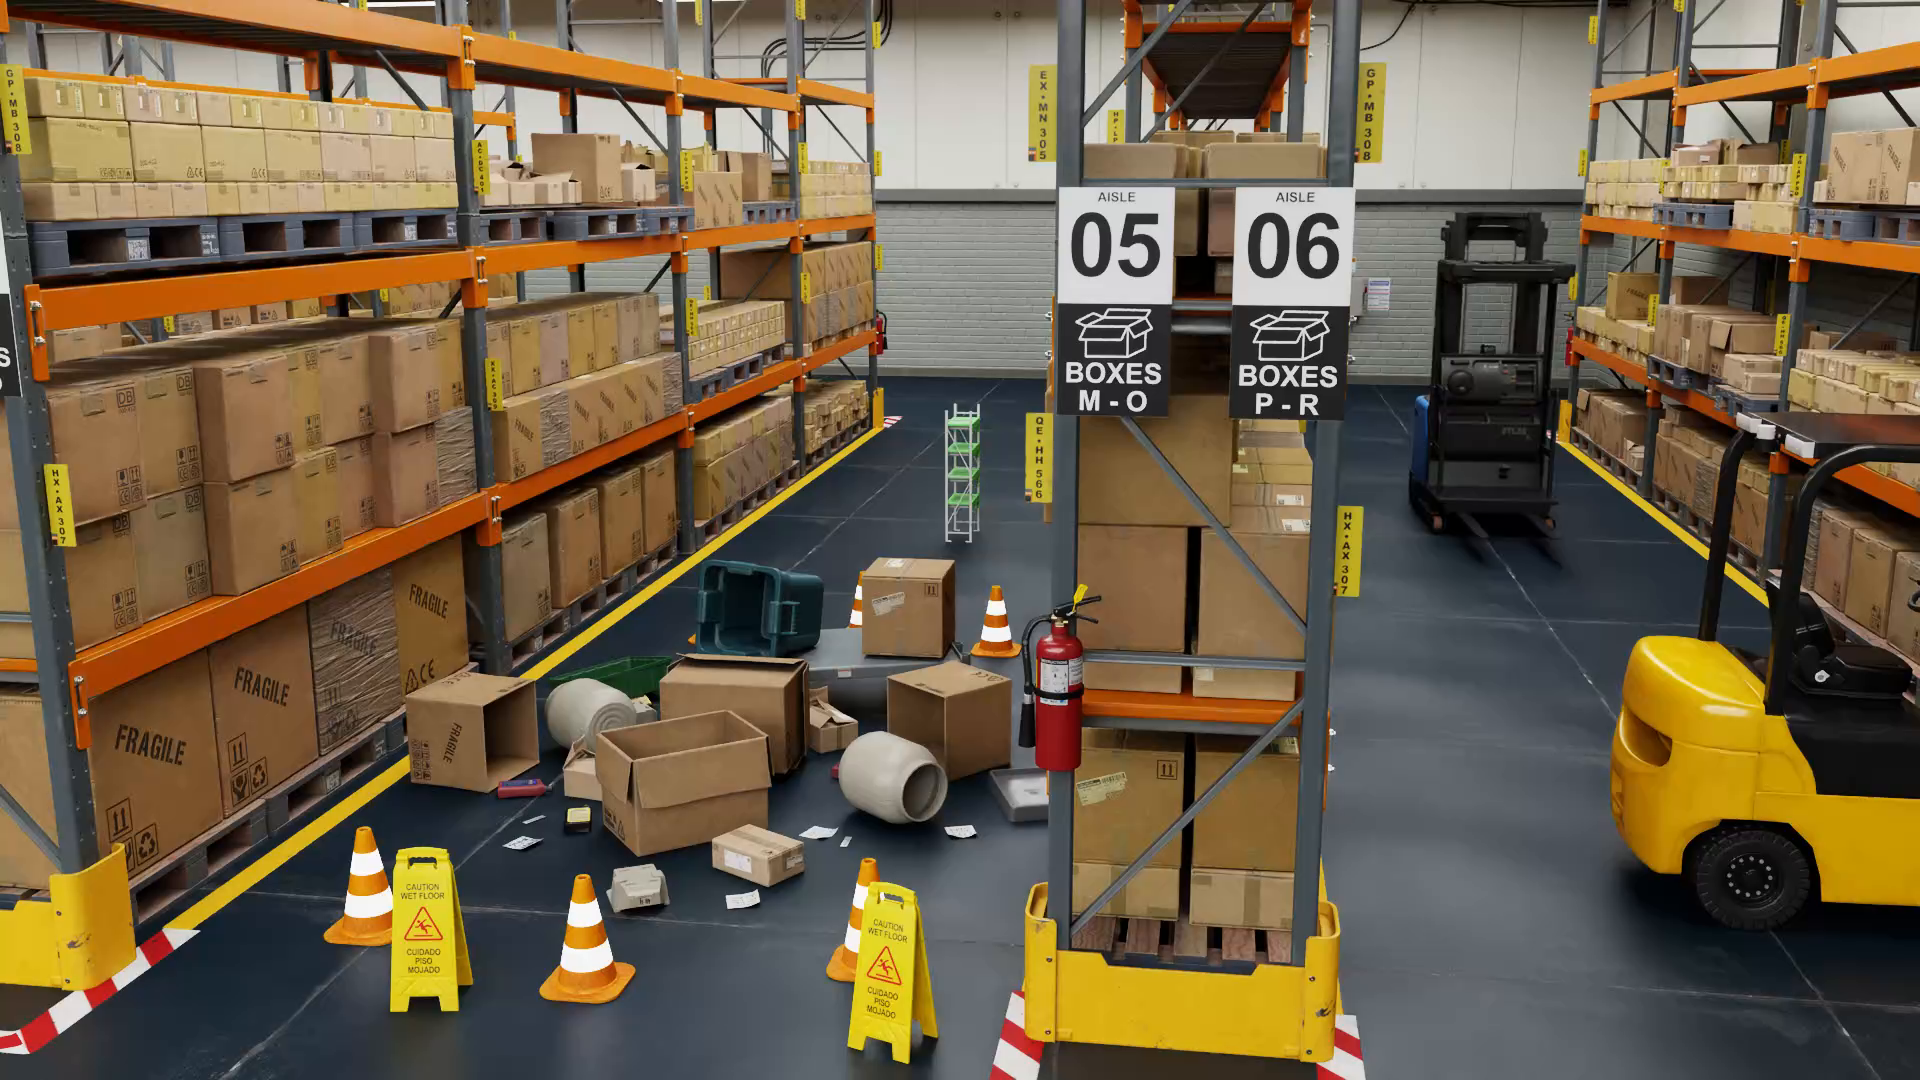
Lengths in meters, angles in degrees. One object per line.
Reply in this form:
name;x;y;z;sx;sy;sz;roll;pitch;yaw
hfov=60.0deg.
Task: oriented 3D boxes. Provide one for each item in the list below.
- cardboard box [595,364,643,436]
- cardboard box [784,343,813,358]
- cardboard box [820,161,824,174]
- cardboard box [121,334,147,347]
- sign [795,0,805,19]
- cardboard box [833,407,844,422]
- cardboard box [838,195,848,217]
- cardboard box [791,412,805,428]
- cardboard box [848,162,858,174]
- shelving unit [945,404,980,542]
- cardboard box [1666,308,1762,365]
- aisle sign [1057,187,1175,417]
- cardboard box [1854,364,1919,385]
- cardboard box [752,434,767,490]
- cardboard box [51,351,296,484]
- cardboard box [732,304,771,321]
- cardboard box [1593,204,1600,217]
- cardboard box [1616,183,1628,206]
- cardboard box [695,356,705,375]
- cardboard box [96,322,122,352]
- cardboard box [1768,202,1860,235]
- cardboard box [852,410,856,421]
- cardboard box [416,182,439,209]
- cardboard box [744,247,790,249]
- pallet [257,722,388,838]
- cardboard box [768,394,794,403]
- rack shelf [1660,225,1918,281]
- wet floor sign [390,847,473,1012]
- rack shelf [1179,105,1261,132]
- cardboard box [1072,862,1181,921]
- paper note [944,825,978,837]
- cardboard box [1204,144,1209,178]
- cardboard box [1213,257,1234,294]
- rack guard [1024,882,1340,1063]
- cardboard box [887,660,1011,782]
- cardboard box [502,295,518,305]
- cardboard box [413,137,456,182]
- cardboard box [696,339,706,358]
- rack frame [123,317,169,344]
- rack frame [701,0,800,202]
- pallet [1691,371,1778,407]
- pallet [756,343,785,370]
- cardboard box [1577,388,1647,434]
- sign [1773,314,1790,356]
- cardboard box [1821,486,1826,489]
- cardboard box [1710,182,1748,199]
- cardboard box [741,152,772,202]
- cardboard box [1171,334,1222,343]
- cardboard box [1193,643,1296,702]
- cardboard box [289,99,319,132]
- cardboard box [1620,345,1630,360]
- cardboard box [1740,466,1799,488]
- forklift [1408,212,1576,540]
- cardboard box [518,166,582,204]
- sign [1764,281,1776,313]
cardboard box;-2.803;-1.097;12.982;0.500;0.500;0.500;2;12;8
cardboard box;-1.862;-2.116;18.547;0.380;0.149;0.250;2;12;11
cardboard box;-1.783;-4.293;19.152;0.380;0.149;0.250;1;12;7
cardboard box;-7.898;-1.700;15.779;0.500;0.500;0.500;2;12;10
sign;-1.679;-5.641;17.471;0.100;0.325;0.005;2;12;9
cardboard box;-1.630;-1.534;20.313;0.380;0.149;0.250;2;12;9
cardboard box;-1.645;-3.993;19.893;0.500;0.250;0.500;2;12;11
cardboard box;-1.971;-1.358;18.791;0.380;0.149;0.250;2;12;11
cardboard box;-1.481;-4.617;20.657;0.380;0.149;0.250;2;12;10
shelving unit;0.025;-0.621;15.283;0.258;1.200;0.503;2;12;9
cardboard box;7.208;-1.944;15.918;0.700;0.500;0.500;2;12;9
aisle sign;0.536;-0.821;5.768;0.394;0.787;0.004;2;12;9
cardboard box;6.537;-1.150;11.689;0.380;0.149;0.250;2;12;9
cardboard box;-2.256;-0.799;16.772;0.500;0.500;0.500;2;12;7
cardboard box;-3.765;-0.600;7.994;0.875;0.550;0.550;2;12;9
cardboard box;-2.180;-2.365;17.290;0.380;0.149;0.250;1;12;7
cardboard box;7.920;-4.009;20.208;0.380;0.149;0.250;2;12;10
cardboard box;7.655;-3.858;18.562;0.500;0.250;0.500;2;12;8
cardboard box;-2.534;-1.583;15.076;0.380;0.149;0.250;2;12;11
cardboard box;-7.773;-1.680;14.693;0.500;0.500;0.500;0;12;2
cardboard box;6.807;-2.567;13.275;0.500;0.250;0.500;1;12;7
cardboard box;-1.554;-1.610;21.370;0.380;0.149;0.250;2;12;8
cardboard box;-3.238;-1.985;9.581;0.380;0.149;0.250;2;12;10
cardboard box;-2.257;-3.194;19.636;0.500;0.500;0.500;2;12;10
pallet;-3.839;1.248;8.958;1.003;0.211;1.213;2;12;9
cardboard box;-2.157;-1.698;20.367;0.380;0.149;0.250;2;12;9
rack shelf;7.276;-2.590;14.735;1.077;0.370;4.000;2;12;9
wet floor sign;-2.122;1.528;6.627;0.267;0.644;0.232;0;12;-1
rack shelf;2.986;-4.853;19.067;1.077;0.370;4.000;2;12;9
cardboard box;0.695;1.403;7.148;0.500;0.250;0.500;2;12;8
paper note;0.005;1.463;8.387;0.142;0.019;0.148;-2;12;-11
cardboard box;1.112;-1.407;6.243;0.380;0.149;0.250;2;12;8
cardboard box;1.156;-1.013;6.308;0.380;0.149;0.250;1;12;7
rack guard;0.844;1.653;6.395;1.175;0.500;0.348;2;12;9
cardboard box;-0.062;1.013;9.355;0.500;0.500;0.500;-10;16;-40
cardboard box;-6.311;-3.168;22.480;0.500;0.250;0.500;2;12;8
cardboard box;-3.281;-2.207;9.668;0.500;0.250;0.500;2;12;8
cardboard box;-2.531;-1.737;15.082;0.380;0.149;0.250;2;12;11
rack frame;-7.729;-1.540;15.276;1.000;3.000;0.127;2;12;9
rack frame;-2.229;-5.124;17.664;1.000;3.000;0.127;2;12;9
pallet;7.263;-1.370;14.943;1.003;0.211;1.213;2;12;9
pallet;-2.490;-1.943;17.600;1.003;0.211;1.213;2;12;9
cardboard box;8.011;-1.585;20.413;0.797;0.503;0.637;1;12;6
sign;6.430;-1.602;13.002;0.100;0.325;0.005;2;12;9
cardboard box;7.405;-0.222;14.098;0.500;0.500;0.500;2;12;9
cardboard box;6.933;-3.119;14.845;0.380;0.149;0.250;2;12;10
cardboard box;-2.396;-3.836;17.576;0.700;0.500;0.500;2;12;9
cardboard box;0.962;-0.775;8.411;0.700;0.500;0.500;2;12;7
cardboard box;1.089;0.505;6.382;0.380;0.149;0.250;2;12;9
cardboard box;-3.433;-2.110;8.272;0.380;0.149;0.250;2;12;9
cardboard box;7.496;-2.061;18.289;0.380;0.149;0.250;2;12;8
cardboard box;6.805;-0.528;13.977;0.380;0.149;0.250;1;12;6
forklift;4.991;-1.549;15.482;1.130;2.935;3.031;1;12;7
cardboard box;-2.962;-2.563;11.988;0.396;0.266;0.258;2;12;9
sign;8.132;-2.440;16.705;0.100;0.325;0.005;2;12;9
